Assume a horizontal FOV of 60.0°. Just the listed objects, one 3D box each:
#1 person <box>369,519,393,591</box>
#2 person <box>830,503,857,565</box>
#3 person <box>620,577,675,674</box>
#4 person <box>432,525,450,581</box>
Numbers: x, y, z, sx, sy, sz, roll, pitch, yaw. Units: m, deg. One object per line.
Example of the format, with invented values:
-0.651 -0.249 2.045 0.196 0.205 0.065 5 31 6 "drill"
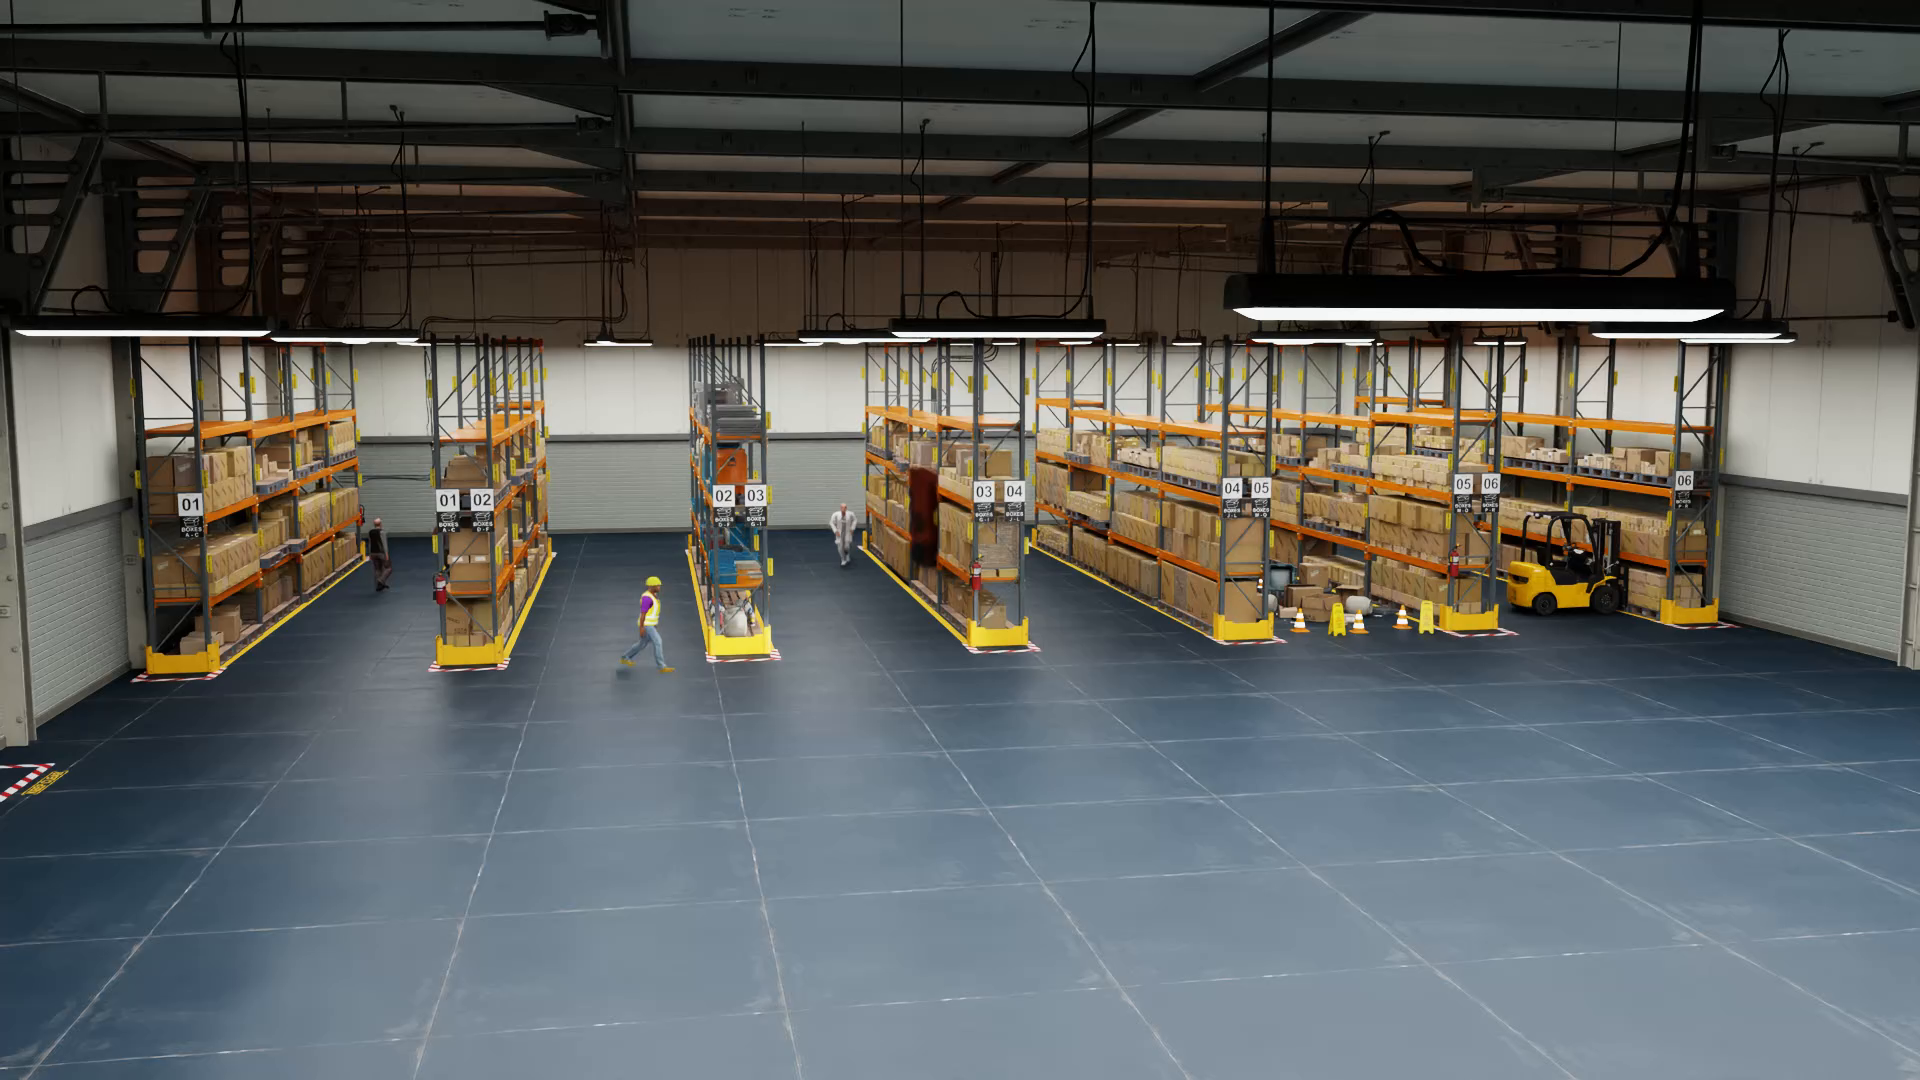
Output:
-13.789 0.355 39.413 0.565 1.716 0.490 2 7 17 "person"
-3.090 -0.160 44.175 0.729 1.680 0.651 0 7 0 "person"
-5.564 1.500 29.529 1.098 1.713 0.589 1 7 9 "person"
-12.681 0.192 41.176 0.681 1.664 0.663 0 7 -2 "person"
